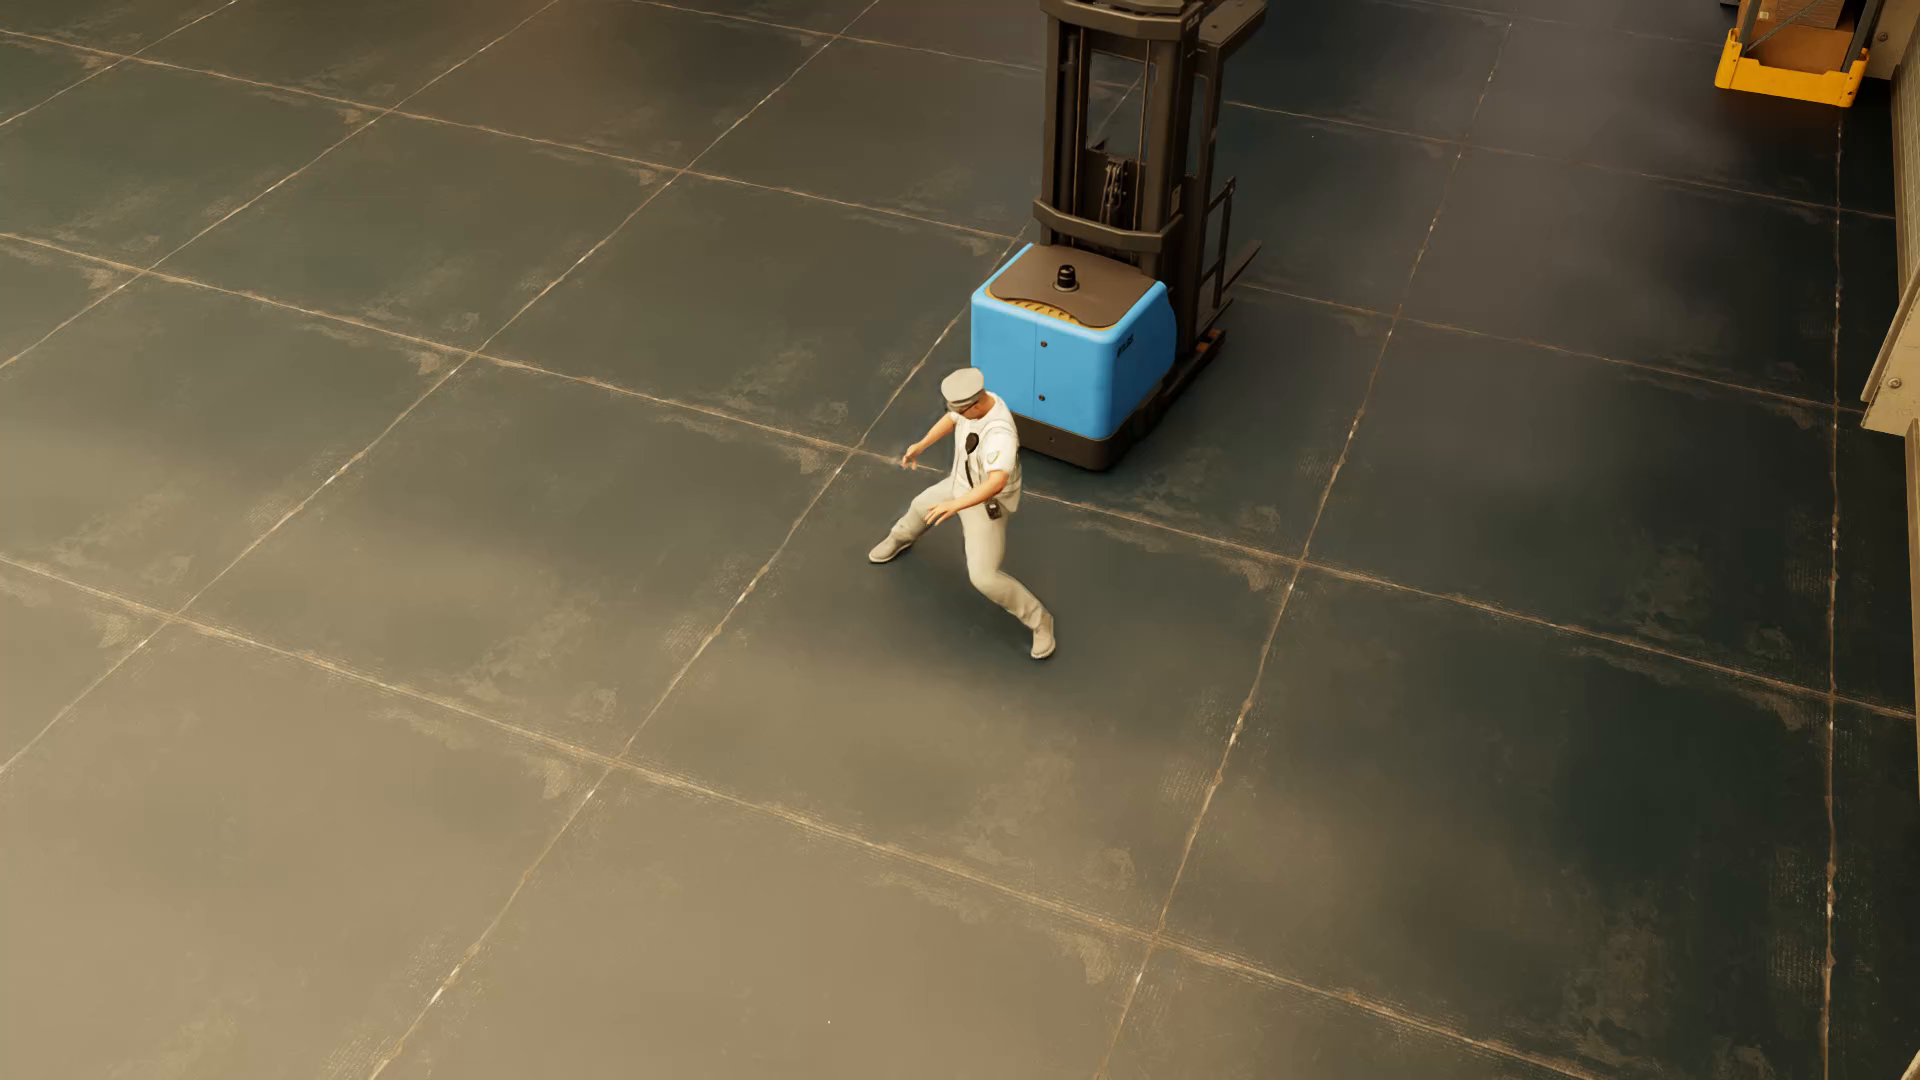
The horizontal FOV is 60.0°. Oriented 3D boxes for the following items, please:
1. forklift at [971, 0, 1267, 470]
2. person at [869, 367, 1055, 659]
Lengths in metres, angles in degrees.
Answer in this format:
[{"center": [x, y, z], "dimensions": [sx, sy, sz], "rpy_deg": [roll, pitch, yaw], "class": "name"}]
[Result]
[{"center": [1.240, -2.498, 10.991], "dimensions": [1.130, 2.935, 3.031], "rpy_deg": [21, 44, 23], "class": "forklift"}, {"center": [0.008, -0.236, 9.361], "dimensions": [0.838, 1.549, 1.320], "rpy_deg": [-12, 41, -14], "class": "person"}]
